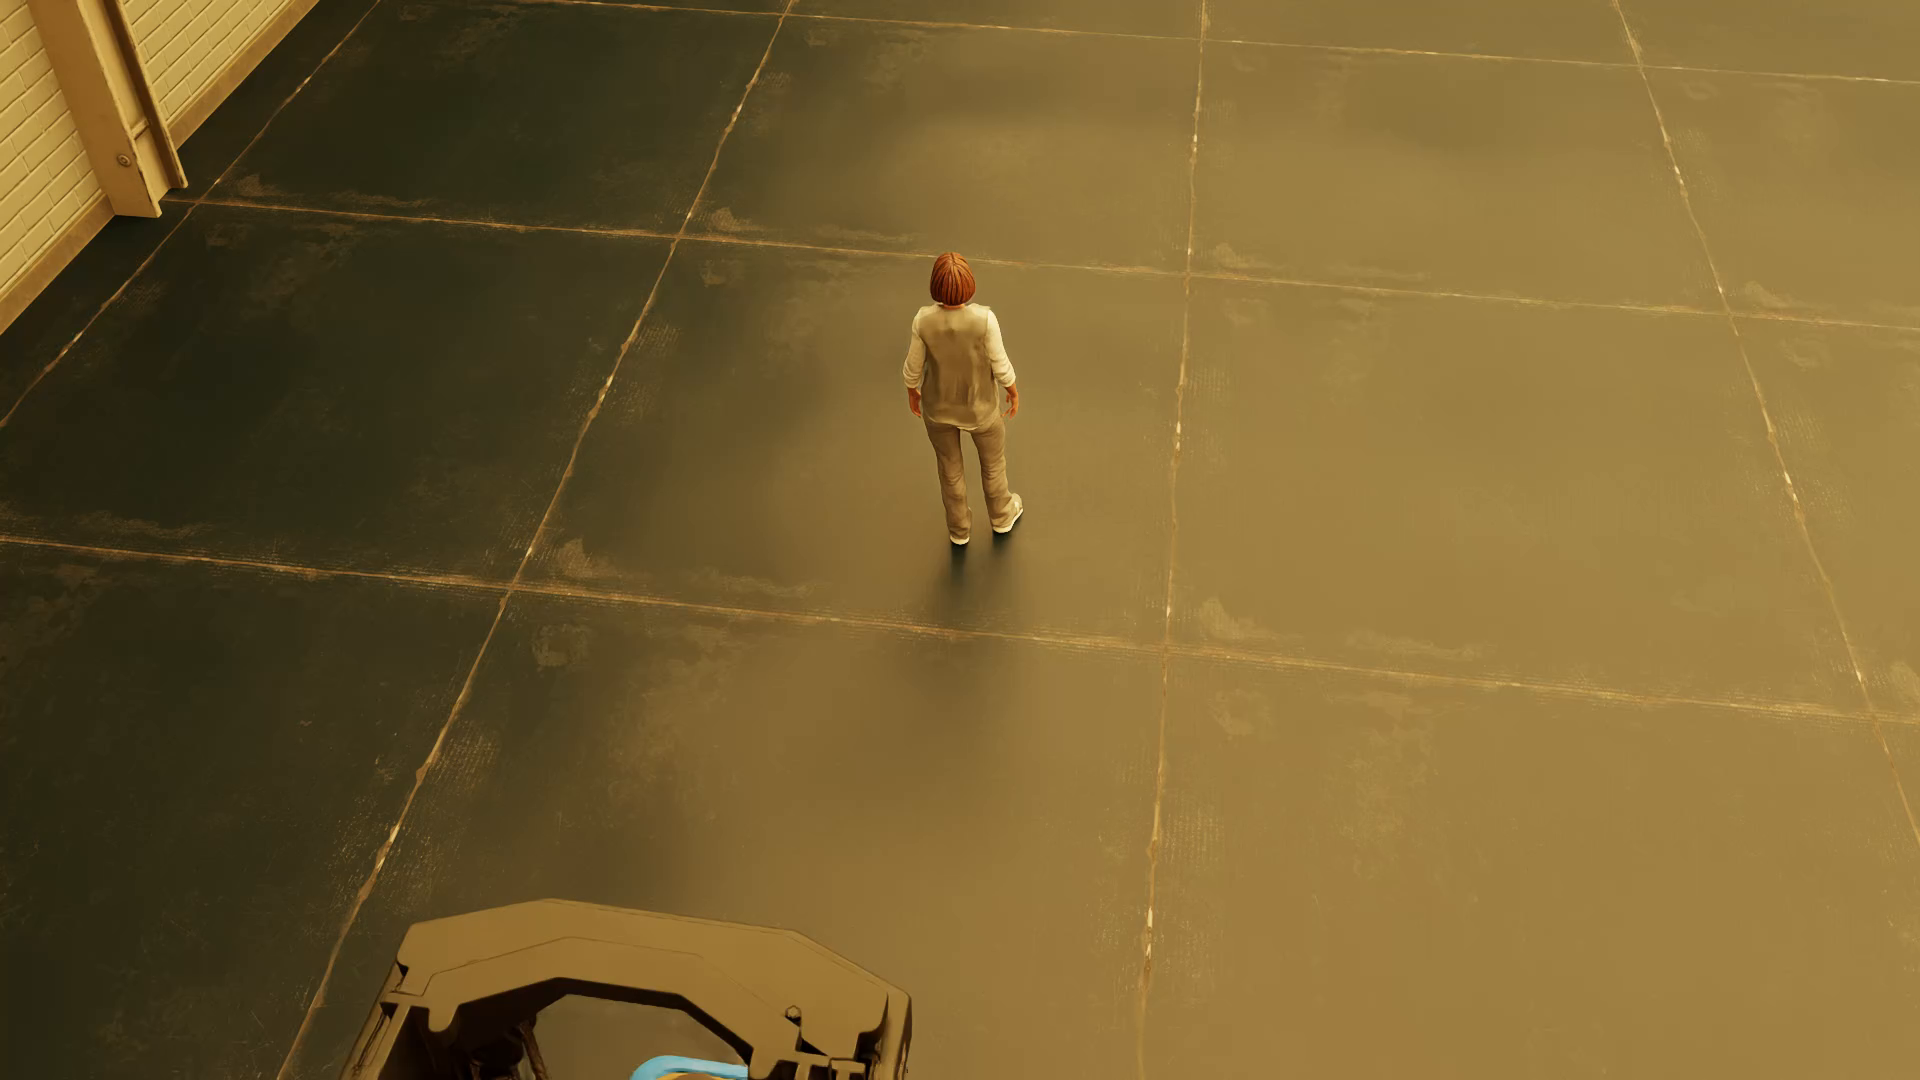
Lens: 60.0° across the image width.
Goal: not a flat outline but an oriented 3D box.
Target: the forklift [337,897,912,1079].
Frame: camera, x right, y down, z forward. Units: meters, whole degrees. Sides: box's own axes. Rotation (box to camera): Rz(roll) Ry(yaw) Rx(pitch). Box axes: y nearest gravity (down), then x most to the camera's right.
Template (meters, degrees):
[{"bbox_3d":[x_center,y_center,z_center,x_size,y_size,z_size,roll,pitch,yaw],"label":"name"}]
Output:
[{"bbox_3d":[-0.656,2.205,3.324,1.130,2.935,3.031,6,43,7],"label":"forklift"}]

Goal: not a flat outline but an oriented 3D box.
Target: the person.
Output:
[{"bbox_3d":[0.024,-0.639,7.400,0.520,1.590,0.475,5,43,6],"label":"person"}]
